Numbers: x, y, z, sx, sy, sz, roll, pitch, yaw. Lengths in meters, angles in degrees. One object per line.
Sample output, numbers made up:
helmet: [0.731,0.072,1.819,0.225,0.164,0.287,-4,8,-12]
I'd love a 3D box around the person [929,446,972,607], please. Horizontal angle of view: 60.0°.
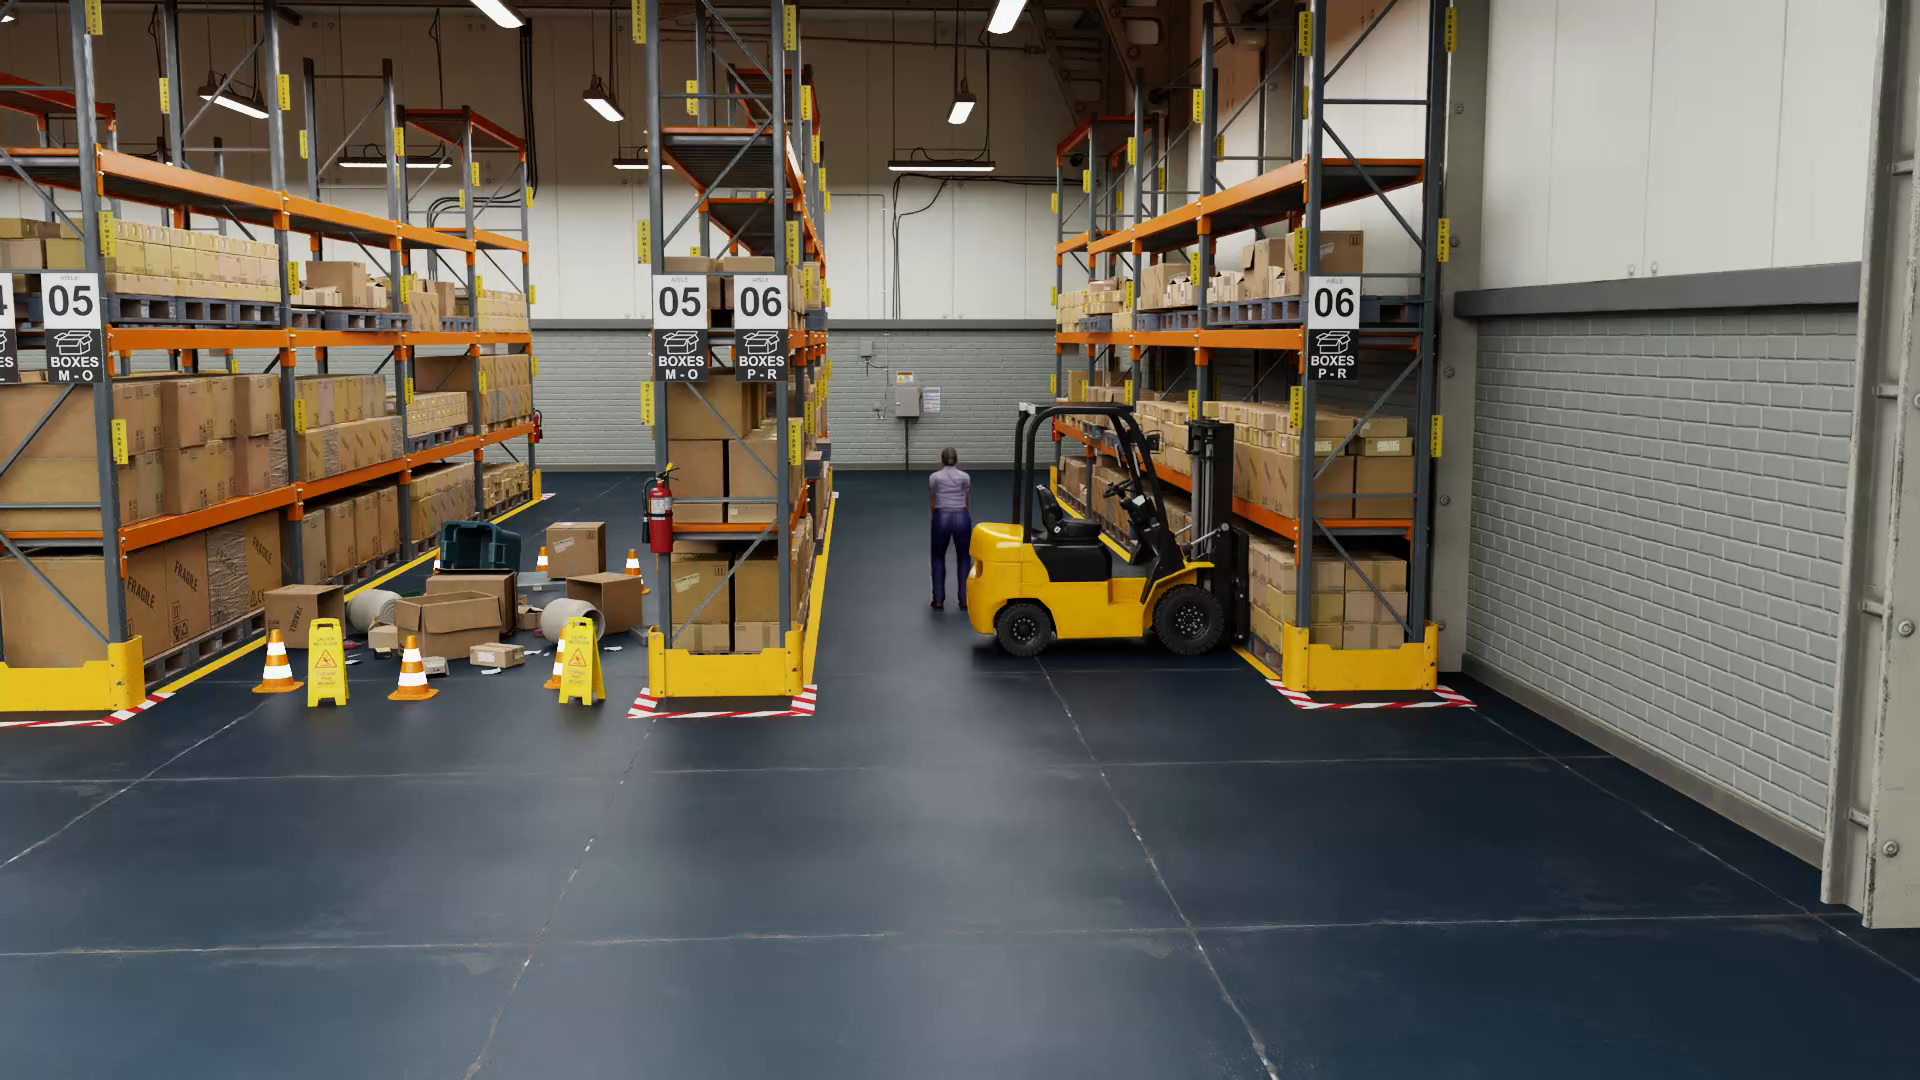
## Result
person: [-0.106,-0.140,17.001,0.435,1.646,0.534,-1,7,-5]
